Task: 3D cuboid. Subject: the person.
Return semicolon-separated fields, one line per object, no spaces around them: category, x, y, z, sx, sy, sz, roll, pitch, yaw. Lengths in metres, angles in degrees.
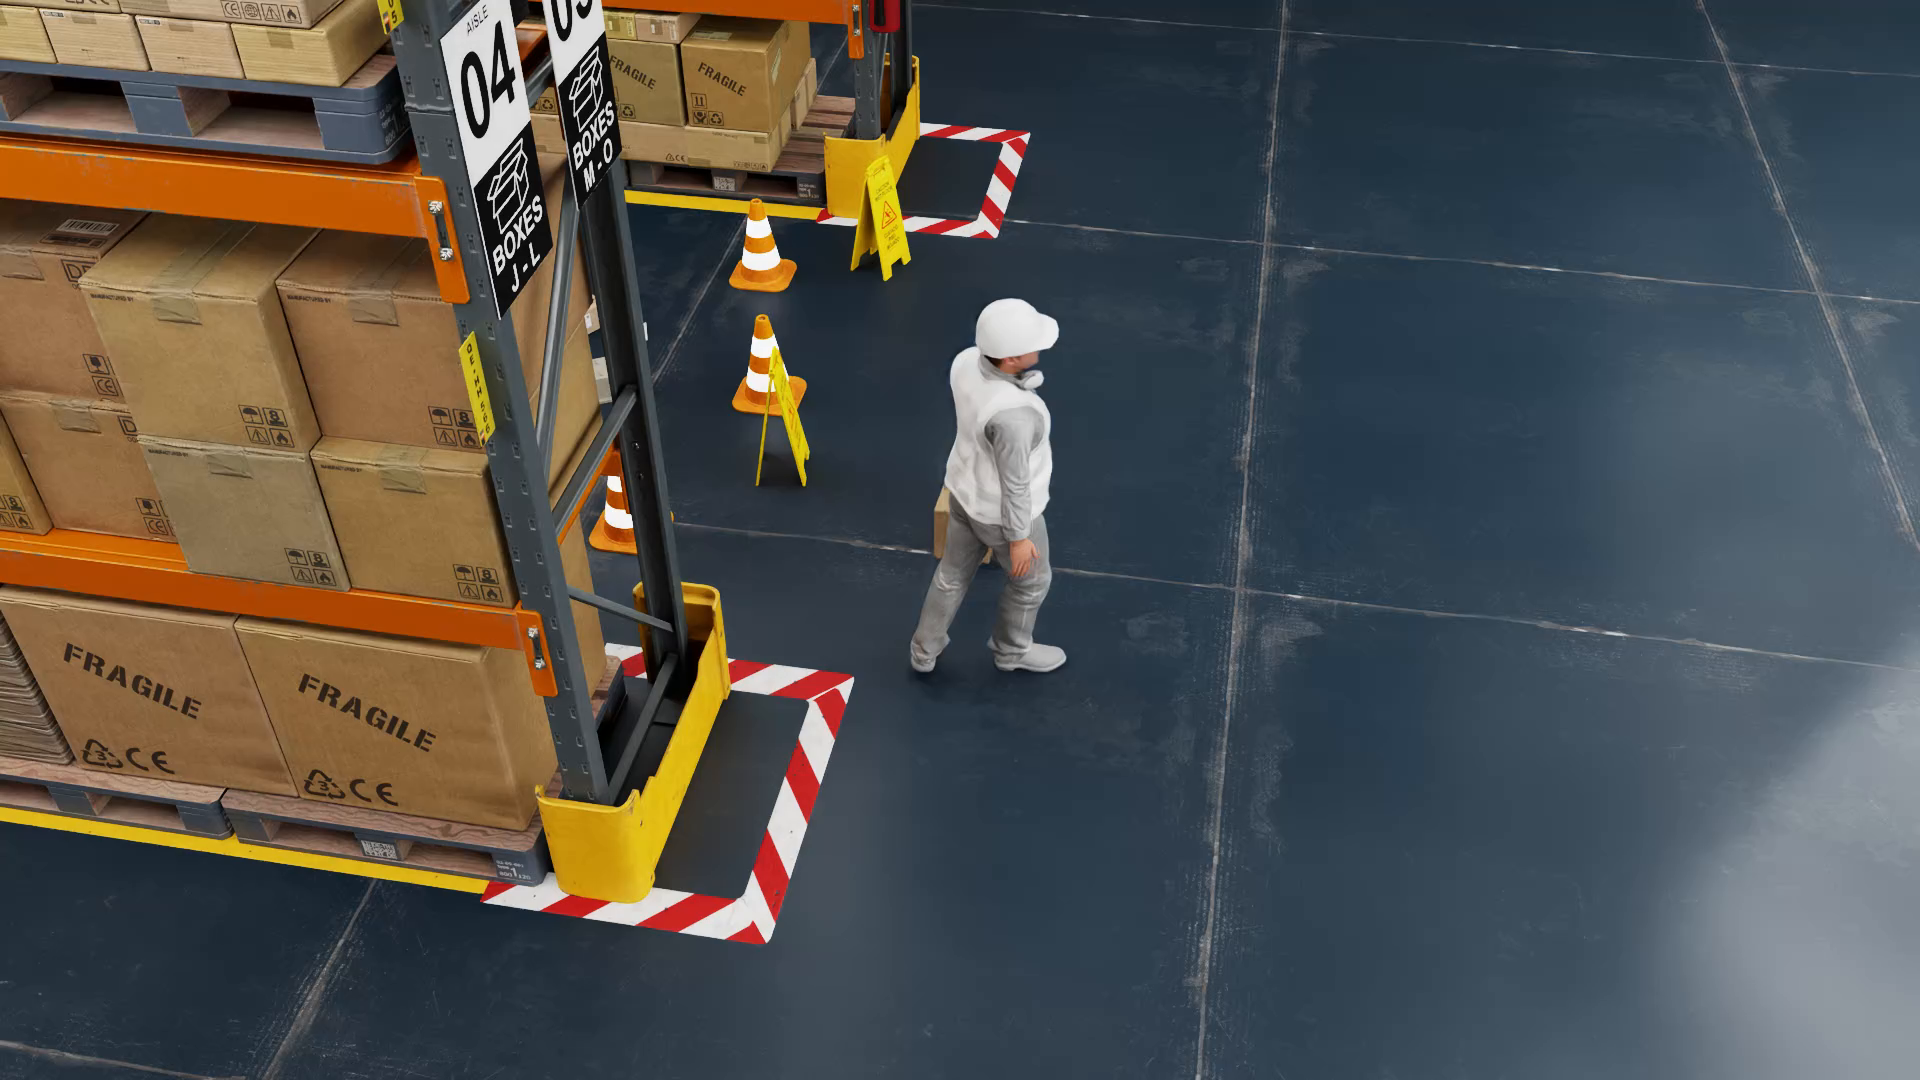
person;0.110;-0.156;6.326;0.608;1.764;0.592;-18;43;-20
